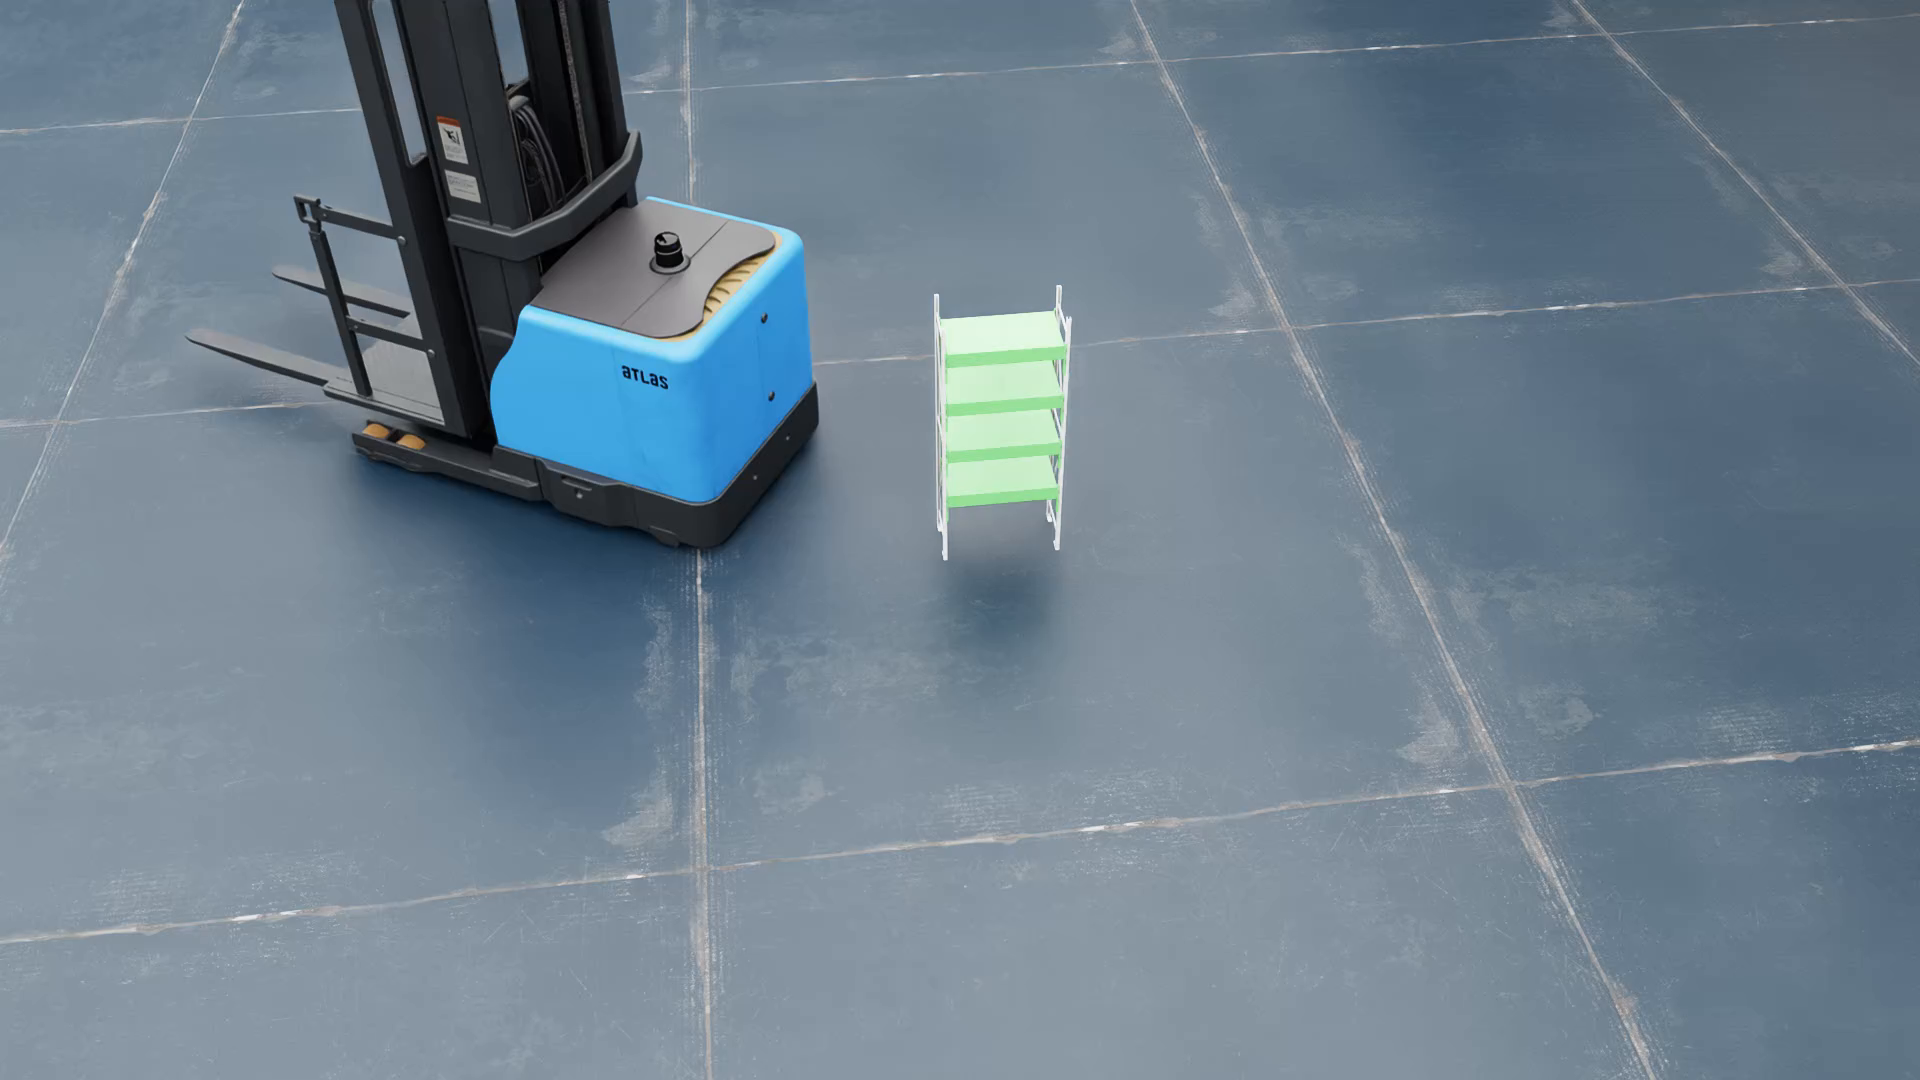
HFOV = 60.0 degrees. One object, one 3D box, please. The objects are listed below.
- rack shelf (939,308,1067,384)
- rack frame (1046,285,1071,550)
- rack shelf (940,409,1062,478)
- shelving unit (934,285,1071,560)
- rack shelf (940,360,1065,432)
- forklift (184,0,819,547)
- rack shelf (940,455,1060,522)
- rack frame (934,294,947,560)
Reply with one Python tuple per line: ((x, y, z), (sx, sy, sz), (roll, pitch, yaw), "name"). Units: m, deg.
((0.164, -0.769, 6.585), (0.480, 0.148, 0.258), (-5, 42, -6), "rack shelf")
((0.406, -0.481, 6.888), (0.015, 1.200, 0.240), (-5, 42, -6), "rack frame")
((0.164, -0.412, 6.907), (0.480, 0.148, 0.258), (-5, 42, -6), "rack shelf")
((0.164, -0.460, 6.864), (0.503, 1.200, 0.258), (-5, 42, -6), "shelving unit")
((0.164, -0.591, 6.746), (0.480, 0.148, 0.258), (-5, 42, -6), "rack shelf")
((-2.220, -1.709, 6.956), (3.031, 2.935, 1.130), (16, 45, 17), "forklift")
((0.164, -0.234, 7.068), (0.480, 0.148, 0.258), (-5, 42, -6), "rack shelf")
((-0.078, -0.439, 6.841), (0.015, 1.200, 0.240), (-5, 42, -6), "rack frame")
